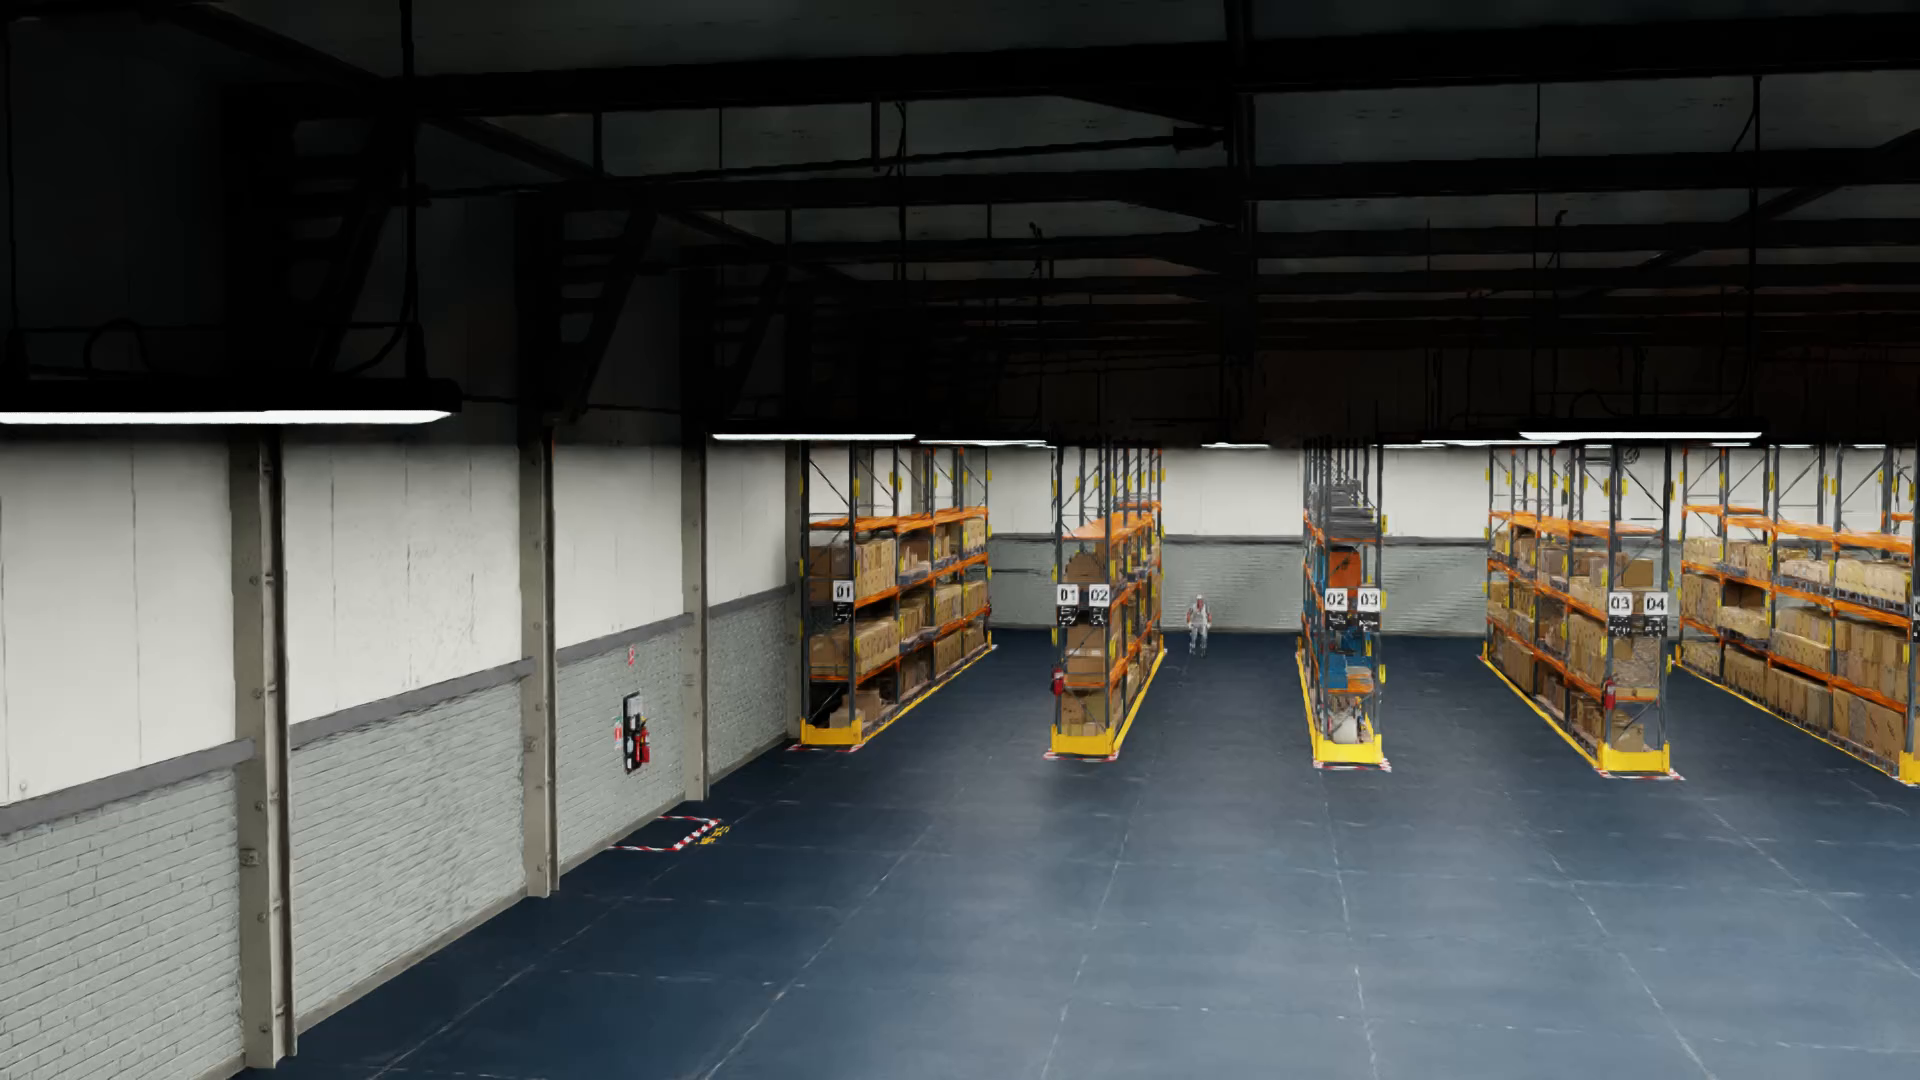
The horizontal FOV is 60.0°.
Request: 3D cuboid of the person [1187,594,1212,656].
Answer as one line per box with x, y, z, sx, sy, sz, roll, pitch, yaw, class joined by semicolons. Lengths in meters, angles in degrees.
6.639;2.366;46.157;0.677;1.742;0.552;0;3;8;person
